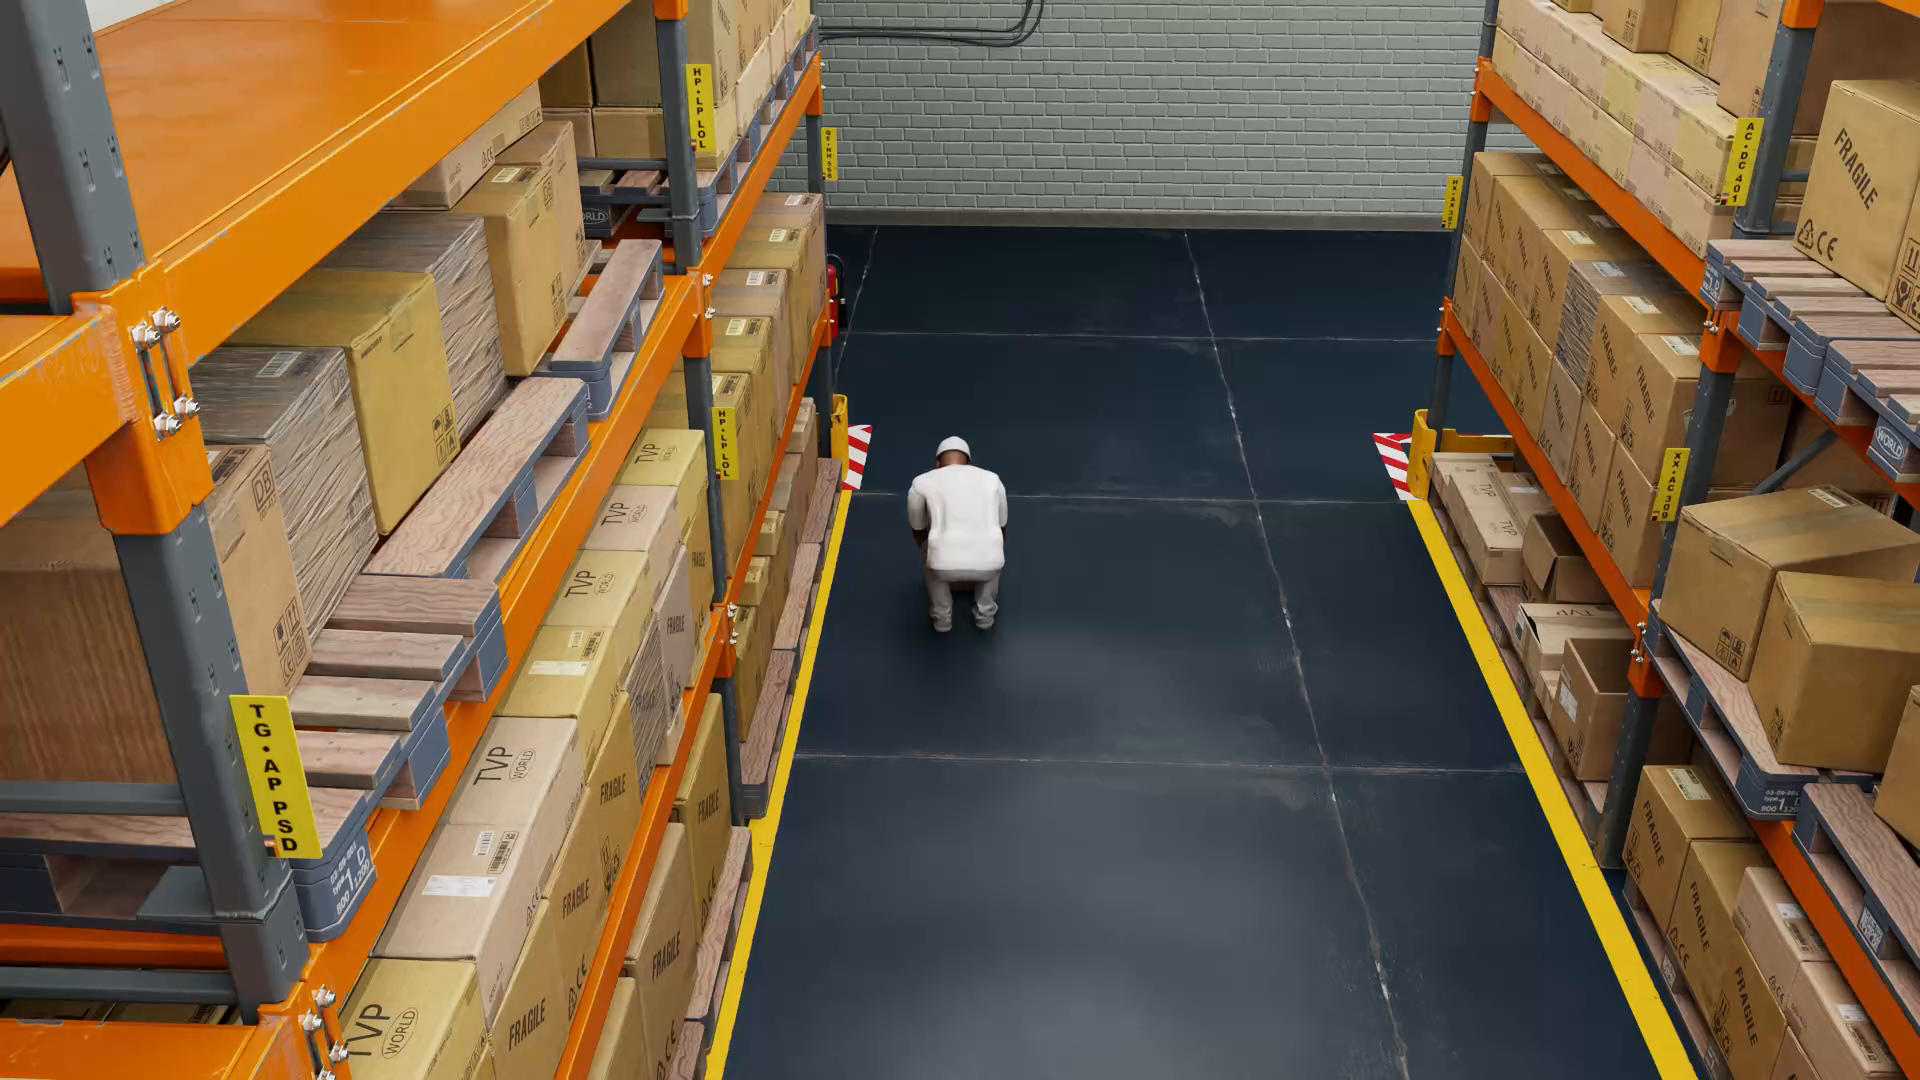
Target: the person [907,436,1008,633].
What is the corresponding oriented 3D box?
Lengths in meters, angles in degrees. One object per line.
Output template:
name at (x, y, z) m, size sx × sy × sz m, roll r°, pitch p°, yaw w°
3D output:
person at (-0.014, -0.012, 9.492) m, size 0.576 × 0.957 × 0.895 m, roll 0°, pitch 28°, yaw 1°
